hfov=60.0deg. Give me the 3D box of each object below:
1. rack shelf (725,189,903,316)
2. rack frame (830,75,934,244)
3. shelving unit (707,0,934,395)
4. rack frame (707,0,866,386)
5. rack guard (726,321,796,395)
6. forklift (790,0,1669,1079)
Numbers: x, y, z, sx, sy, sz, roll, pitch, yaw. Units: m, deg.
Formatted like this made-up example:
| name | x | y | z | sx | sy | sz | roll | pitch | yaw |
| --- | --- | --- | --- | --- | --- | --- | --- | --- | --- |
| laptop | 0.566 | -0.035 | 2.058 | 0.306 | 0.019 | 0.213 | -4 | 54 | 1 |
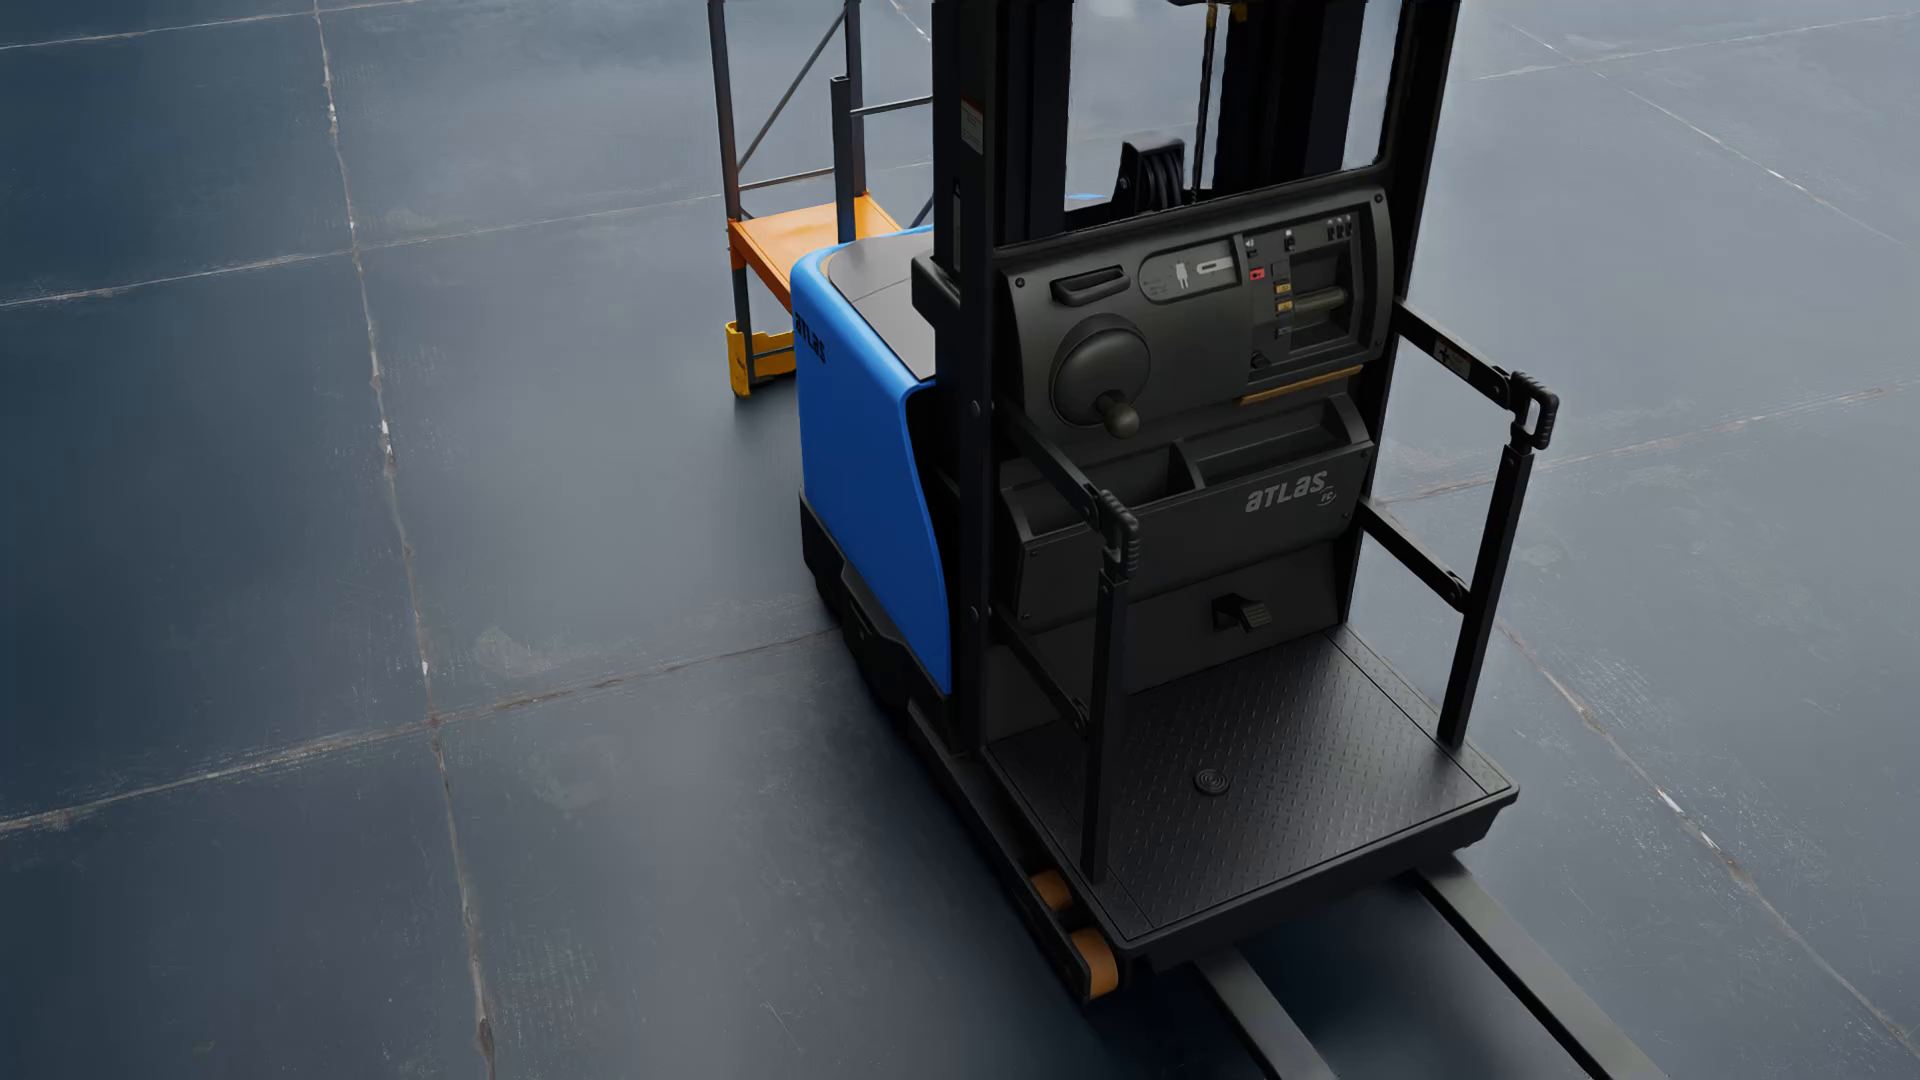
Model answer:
| name | x | y | z | sx | sy | sz | roll | pitch | yaw |
| --- | --- | --- | --- | --- | --- | --- | --- | --- | --- |
| rack shelf | -0.333 | -0.806 | 5.372 | 0.538 | 0.185 | 1.000 | -16 | 40 | -20 |
| rack frame | -0.111 | -0.674 | 4.898 | 0.500 | 1.500 | 0.032 | -16 | 40 | -20 |
| shelving unit | -0.329 | -0.944 | 5.257 | 0.587 | 1.500 | 1.083 | -16 | 40 | -20 |
| rack frame | -0.556 | -1.224 | 5.629 | 0.500 | 1.500 | 0.032 | -16 | 40 | -20 |
| rack guard | -0.547 | -0.714 | 5.991 | 0.587 | 0.250 | 0.087 | -16 | 40 | -20 |
| forklift | 0.621 | -0.418 | 3.368 | 1.130 | 2.935 | 3.031 | -16 | 40 | -20 |
